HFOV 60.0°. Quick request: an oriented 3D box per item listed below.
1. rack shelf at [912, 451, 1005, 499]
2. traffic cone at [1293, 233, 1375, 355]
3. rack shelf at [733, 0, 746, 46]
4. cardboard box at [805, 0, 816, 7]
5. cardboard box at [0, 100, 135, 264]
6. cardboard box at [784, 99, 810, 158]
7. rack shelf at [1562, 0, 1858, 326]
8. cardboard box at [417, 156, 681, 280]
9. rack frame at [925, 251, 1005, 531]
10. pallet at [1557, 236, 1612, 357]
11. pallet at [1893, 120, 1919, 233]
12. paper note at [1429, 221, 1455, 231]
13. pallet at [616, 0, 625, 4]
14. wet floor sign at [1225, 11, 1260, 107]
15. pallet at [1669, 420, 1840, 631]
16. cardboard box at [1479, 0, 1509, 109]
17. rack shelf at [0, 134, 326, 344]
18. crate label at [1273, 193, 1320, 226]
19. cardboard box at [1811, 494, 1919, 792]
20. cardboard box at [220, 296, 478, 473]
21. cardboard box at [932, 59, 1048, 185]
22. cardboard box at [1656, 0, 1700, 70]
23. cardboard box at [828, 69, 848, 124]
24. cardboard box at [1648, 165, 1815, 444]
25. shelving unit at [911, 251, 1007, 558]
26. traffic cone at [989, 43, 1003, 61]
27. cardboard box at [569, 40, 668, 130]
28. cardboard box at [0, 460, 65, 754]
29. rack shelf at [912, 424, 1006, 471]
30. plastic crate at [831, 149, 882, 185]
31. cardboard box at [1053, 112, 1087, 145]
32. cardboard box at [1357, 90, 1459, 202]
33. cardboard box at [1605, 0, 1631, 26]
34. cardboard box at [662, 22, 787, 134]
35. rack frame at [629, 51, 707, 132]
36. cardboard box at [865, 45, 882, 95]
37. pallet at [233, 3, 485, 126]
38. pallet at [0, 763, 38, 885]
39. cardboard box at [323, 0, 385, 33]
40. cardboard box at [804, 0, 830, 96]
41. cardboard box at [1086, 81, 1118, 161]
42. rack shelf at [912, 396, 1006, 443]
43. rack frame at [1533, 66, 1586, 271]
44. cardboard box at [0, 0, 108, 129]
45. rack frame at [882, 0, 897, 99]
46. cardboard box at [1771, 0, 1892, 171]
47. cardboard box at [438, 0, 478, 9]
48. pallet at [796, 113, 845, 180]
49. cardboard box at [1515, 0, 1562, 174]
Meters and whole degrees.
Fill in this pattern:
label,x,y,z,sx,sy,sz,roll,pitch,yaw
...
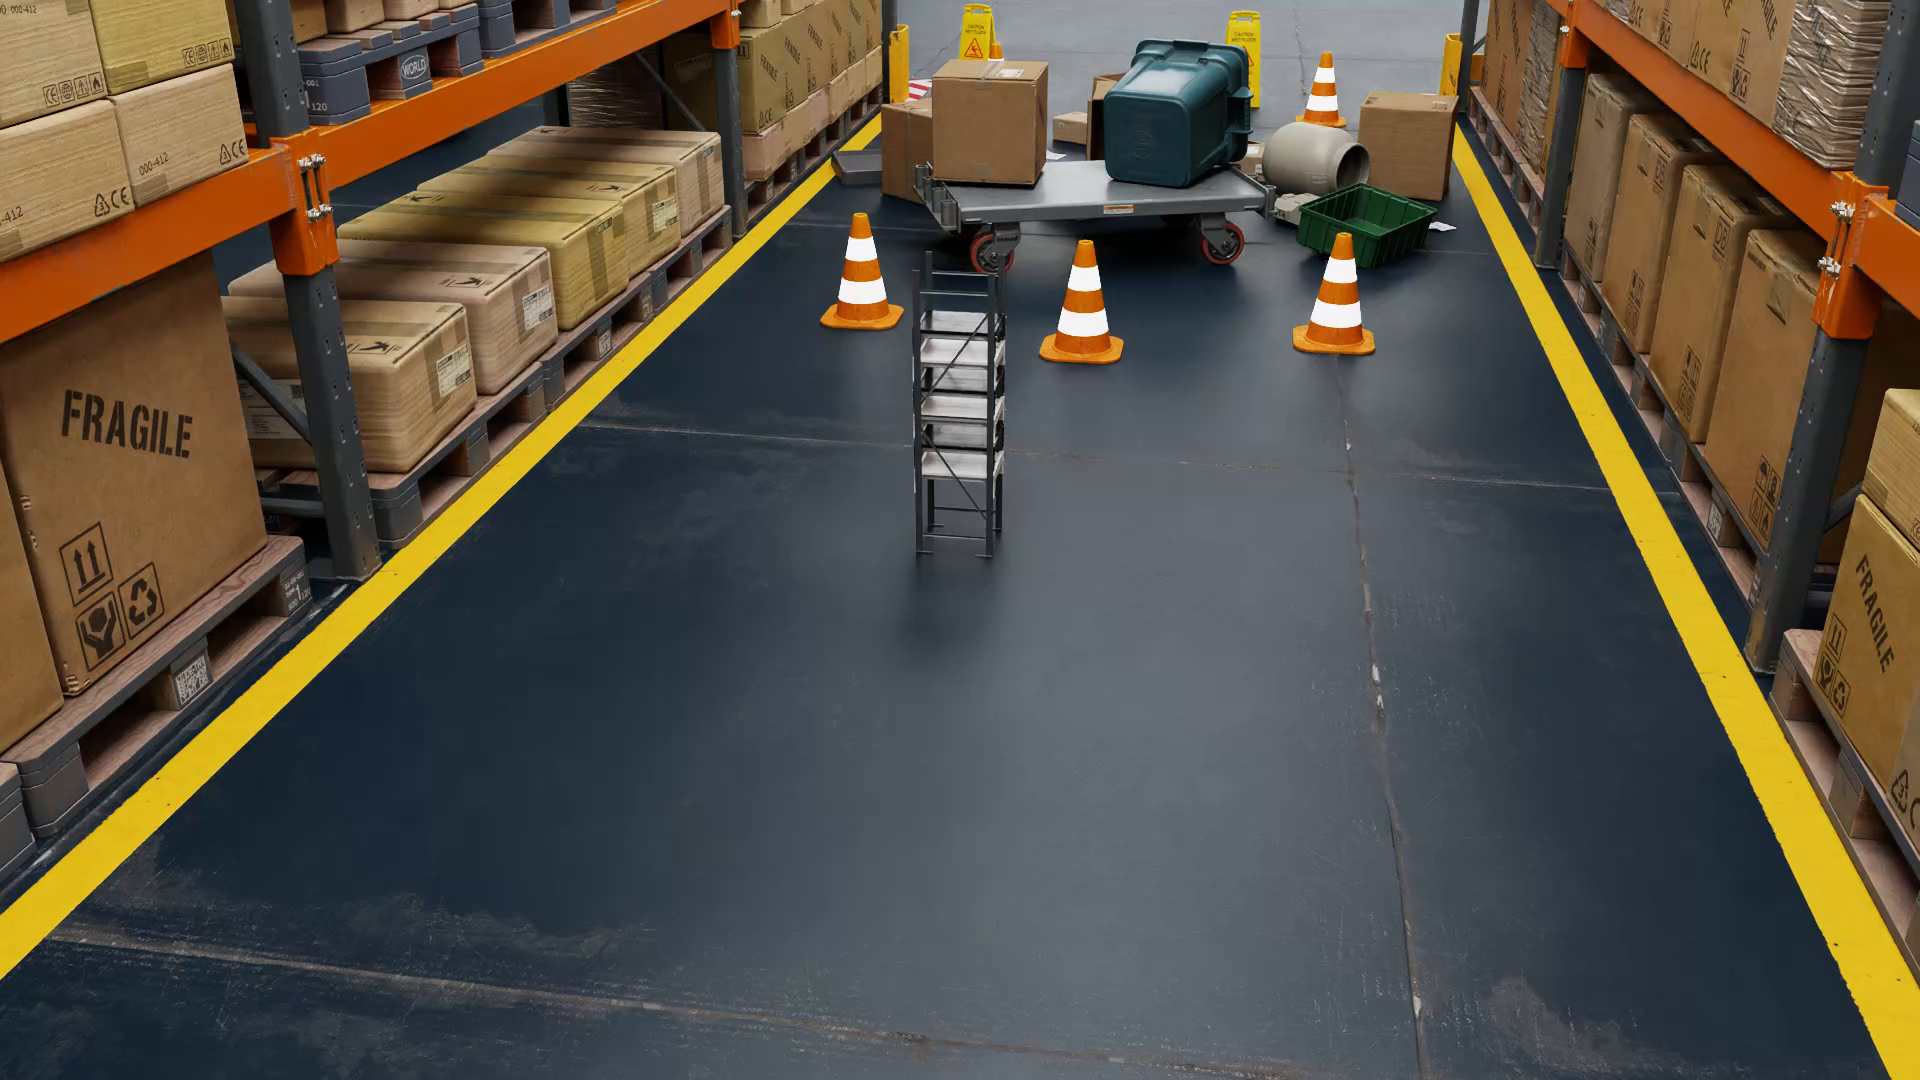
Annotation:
label,x,y,z,sx,sy,sz,roll,pitch,yaw
rack shelf,-0.001,-0.211,5.142,0.258,0.077,0.200,4,25,9
traffic cone,1.582,-1.051,6.950,0.336,0.463,0.334,4,25,9
rack shelf,-1.283,-3.468,9.969,1.077,0.370,4.000,4,25,9
cardboard box,-1.044,-3.140,9.518,0.380,0.149,0.250,5,26,12
cardboard box,-2.158,-0.772,3.538,0.500,0.250,0.500,4,25,9
cardboard box,-1.170,-2.354,9.489,0.500,0.250,0.500,5,26,11
rack shelf,2.964,-1.494,5.753,1.077,0.370,4.000,4,25,9
cardboard box,-1.807,-1.437,7.386,0.950,0.372,0.625,6,26,12
rack frame,0.015,-0.447,5.143,0.240,0.900,0.006,4,25,9
pallet,3.239,-1.066,7.278,1.003,0.211,1.213,4,25,9
pallet,2.626,-0.591,3.201,1.213,0.211,1.003,4,25,9
paper note,2.507,-1.656,8.751,0.147,0.020,0.142,-14,29,-27
pallet,-1.878,-2.561,7.409,1.003,0.211,1.213,4,25,9
wet floor sign,1.996,-3.413,11.779,0.267,0.644,0.232,0,25,-1
pallet,2.840,-0.045,5.098,1.003,0.211,1.213,4,25,9
cardboard box,3.899,-3.269,10.707,0.875,0.875,0.875,4,25,9
rack shelf,-2.590,-0.122,2.821,1.077,0.370,4.000,4,25,9
crate label,1.819,-1.751,8.829,0.298,0.136,0.250,-14,29,-27
cardboard box,2.270,0.236,3.660,0.500,0.500,0.500,3,25,6
cardboard box,-2.161,-0.520,5.427,0.950,0.372,0.625,2,25,5
cardboard box,0.152,-2.057,8.162,0.500,0.500,0.500,4,25,9
cardboard box,2.690,-1.868,5.585,0.500,0.500,0.500,4,25,9
cardboard box,-0.995,-2.783,10.406,0.500,0.250,0.500,3,25,7
cardboard box,2.965,-0.769,5.514,1.050,0.750,0.750,4,25,9
shelving unit,-0.001,-0.404,5.052,0.258,0.900,0.210,4,25,9
traffic cone,0.247,-3.212,11.566,0.336,0.463,0.334,4,25,9
cardboard box,-1.777,-2.508,8.933,0.500,0.500,0.500,4,25,8
cardboard box,-2.608,0.144,3.416,0.875,0.875,0.875,4,25,9
rack shelf,-0.001,-0.292,5.104,0.258,0.077,0.200,4,25,9
plastic crate,-0.544,-2.235,9.930,0.402,0.080,0.583,-5,25,-10
cardboard box,0.823,-2.651,10.739,0.380,0.149,0.250,19,31,35
cardboard box,2.532,-2.246,9.456,0.500,0.500,0.500,8,26,18
cardboard box,2.857,-2.289,6.485,0.500,0.500,0.500,4,25,9
cardboard box,-1.247,-2.470,8.852,0.500,0.500,0.500,5,26,11
rack frame,-1.613,-2.958,8.030,0.949,2.616,0.053,4,25,9
cardboard box,-0.826,-3.208,11.314,0.500,0.250,0.500,4,25,8
pallet,-2.252,-1.503,5.149,1.213,0.211,1.003,4,25,9
pallet,-2.668,0.812,3.267,1.003,0.211,1.213,4,25,9
cardboard box,-1.947,-1.600,4.930,0.380,0.149,0.250,2,25,5
cardboard box,-1.084,-2.911,9.795,0.500,0.500,0.500,5,26,11
cardboard box,1.110,-2.259,9.323,0.797,0.637,0.503,4,25,9
rack shelf,-0.001,-0.374,5.066,0.258,0.077,0.200,4,25,9
rack frame,3.291,-2.657,7.387,1.000,3.000,0.127,4,25,9
cardboard box,-2.172,-1.008,3.452,0.500,0.250,0.500,3,25,7
rack frame,-0.956,-4.630,11.604,1.000,3.000,0.127,4,25,9
cardboard box,2.446,-1.236,4.234,0.500,0.500,0.500,4,25,9
cardboard box,-1.792,-1.825,5.411,0.380,0.149,0.250,4,25,9
pallet,-1.337,-2.489,10.319,1.003,0.211,1.213,4,25,9
cardboard box,3.606,-2.520,9.106,0.875,0.875,0.875,4,25,9
